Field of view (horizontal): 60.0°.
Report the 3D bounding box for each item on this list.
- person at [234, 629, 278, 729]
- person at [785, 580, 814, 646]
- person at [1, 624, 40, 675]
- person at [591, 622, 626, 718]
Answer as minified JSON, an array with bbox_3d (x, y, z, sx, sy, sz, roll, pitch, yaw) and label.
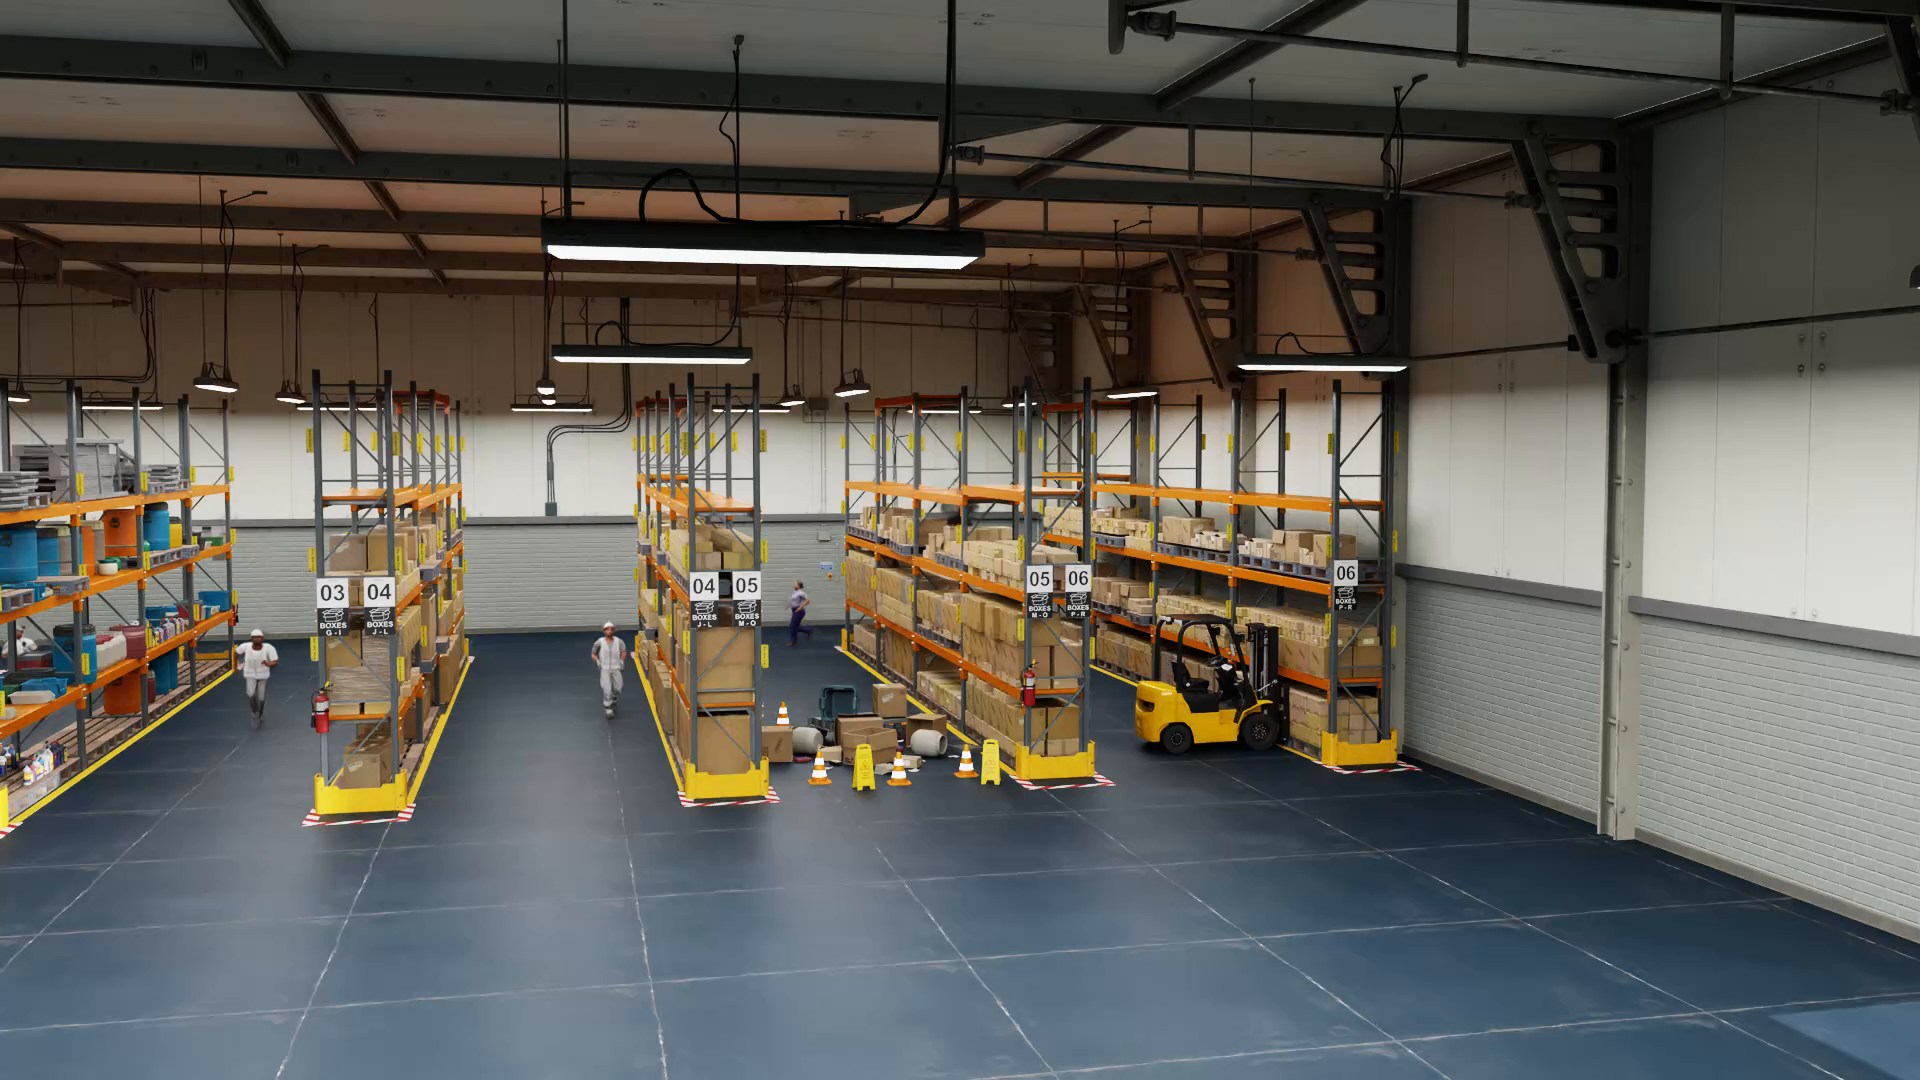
[{"bbox_3d":[-12.388,2.435,29.267,0.733,1.755,0.812,-1,4,-21],"label":"person"},{"bbox_3d":[-3.981,1.817,41.392,0.769,1.628,0.607,-1,4,-23],"label":"person"},{"bbox_3d":[-17.277,2.370,30.547,0.575,1.685,0.938,-1,3,-13],"label":"person"},{"bbox_3d":[-6.403,2.375,30.411,0.648,1.737,0.614,-1,3,-19],"label":"person"}]
